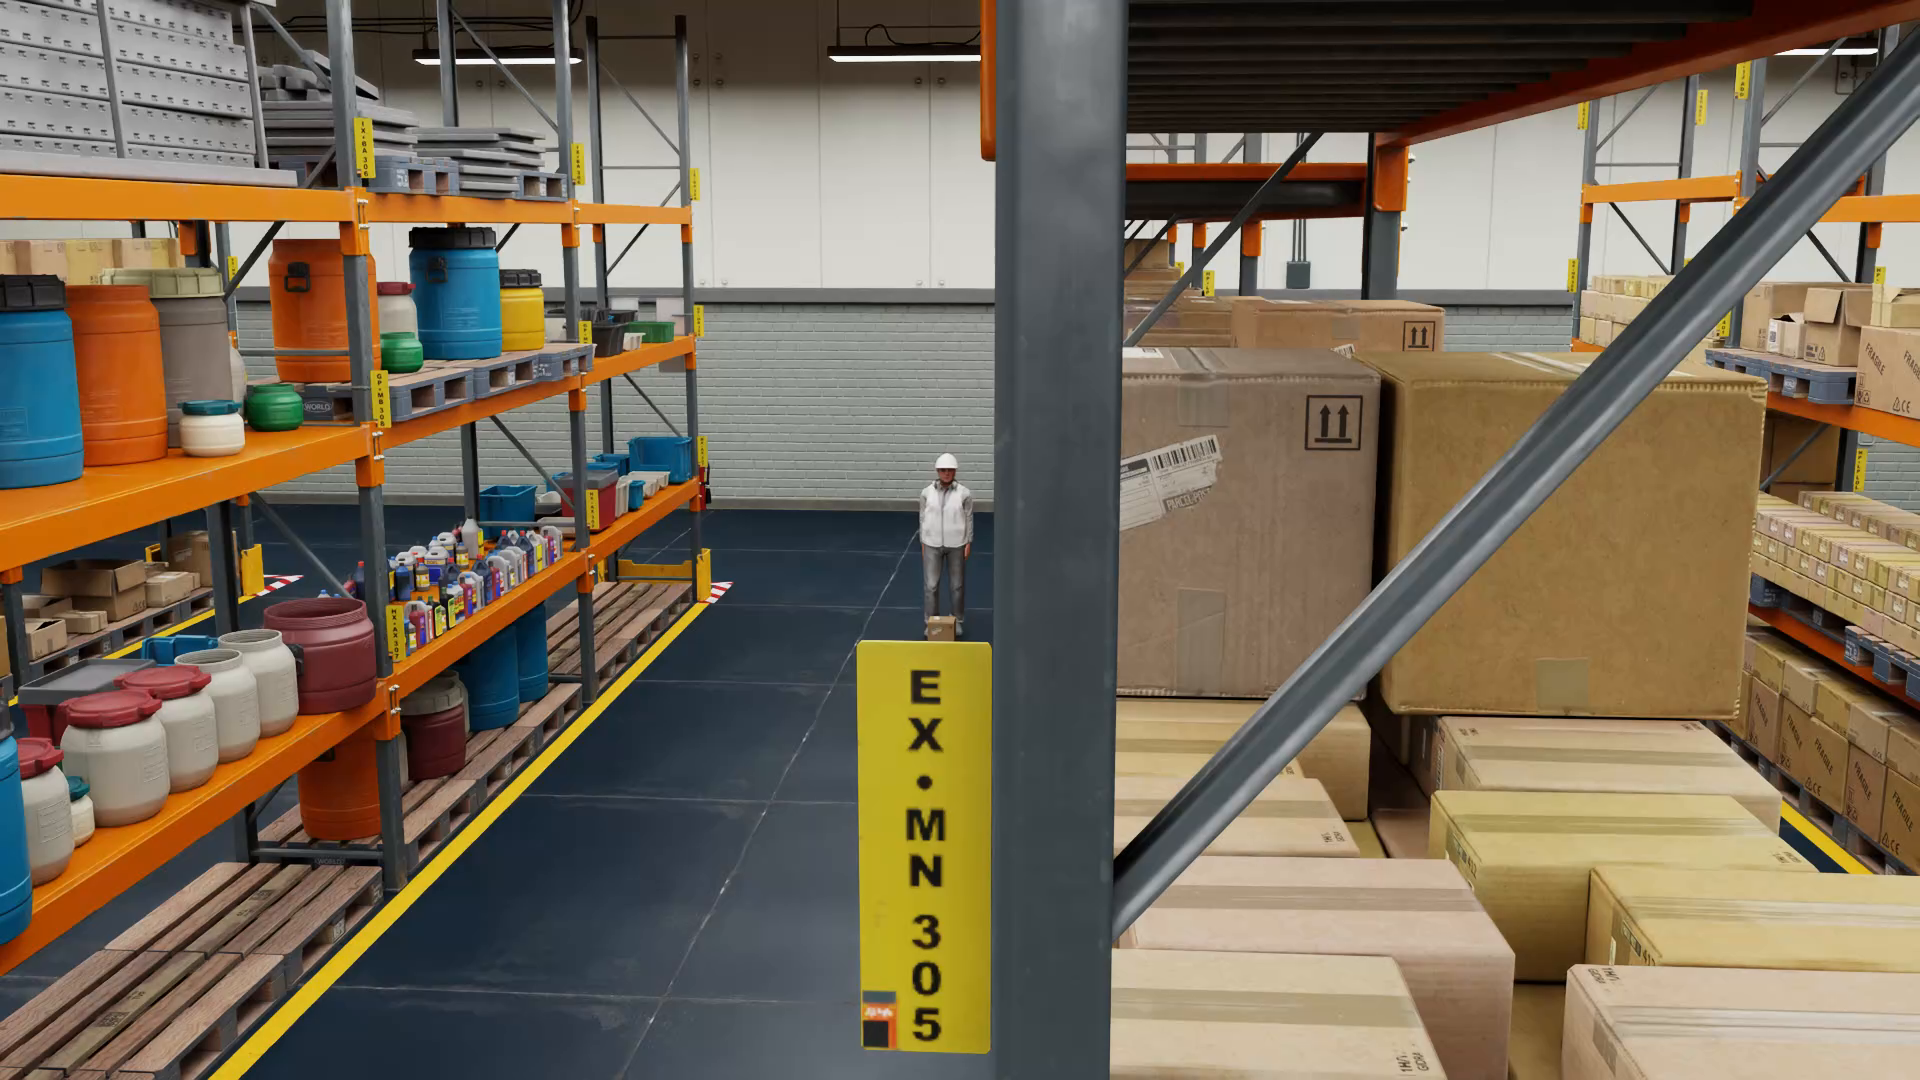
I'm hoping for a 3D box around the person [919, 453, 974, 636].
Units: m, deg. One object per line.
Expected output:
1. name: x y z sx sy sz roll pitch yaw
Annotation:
1. person: -0.133 0.051 16.125 0.531 1.777 0.390 1 11 5
